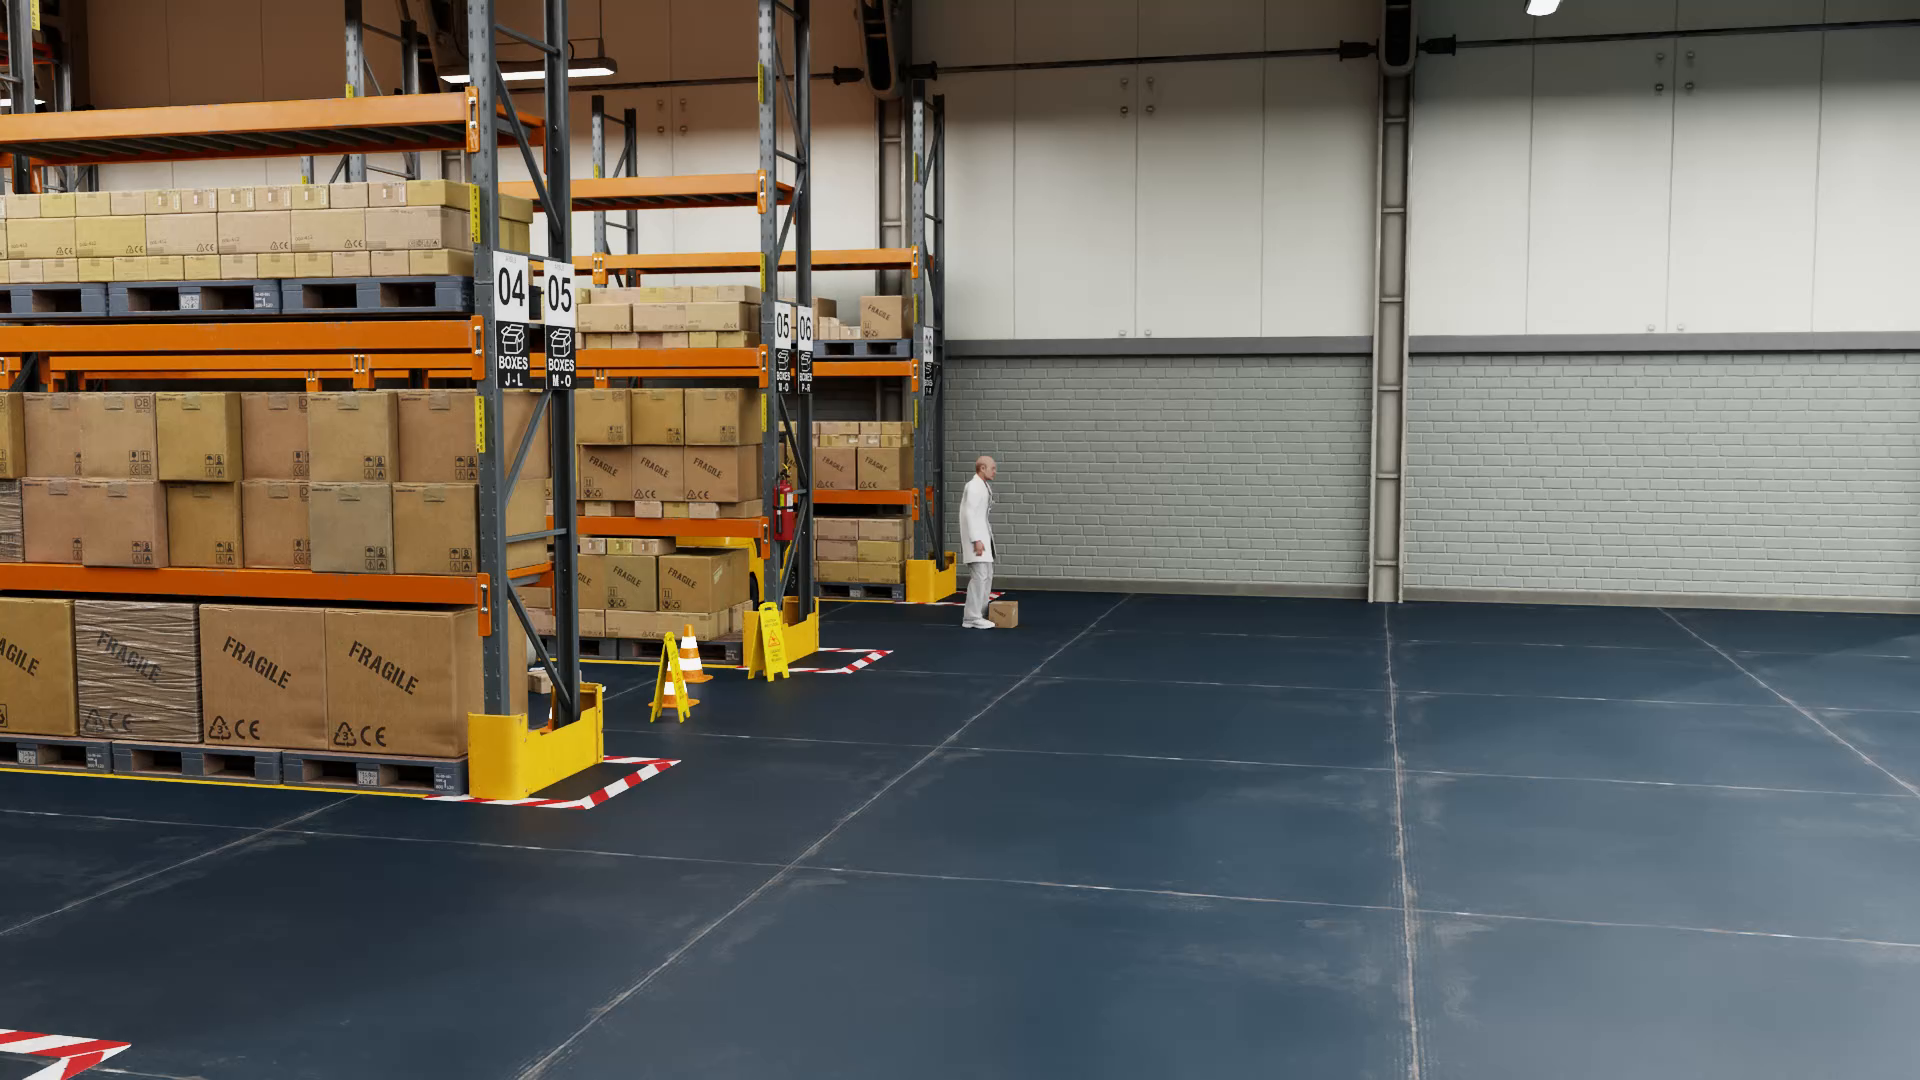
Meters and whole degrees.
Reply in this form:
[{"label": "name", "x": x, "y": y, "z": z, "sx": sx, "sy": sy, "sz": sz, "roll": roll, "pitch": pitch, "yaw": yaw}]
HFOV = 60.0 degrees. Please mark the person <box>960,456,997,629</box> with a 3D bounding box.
[{"label": "person", "x": 0.211, "y": 0.110, "z": 17.329, "sx": 0.421, "sy": 1.577, "sz": 0.642, "roll": 1, "pitch": 5, "yaw": 14}]
